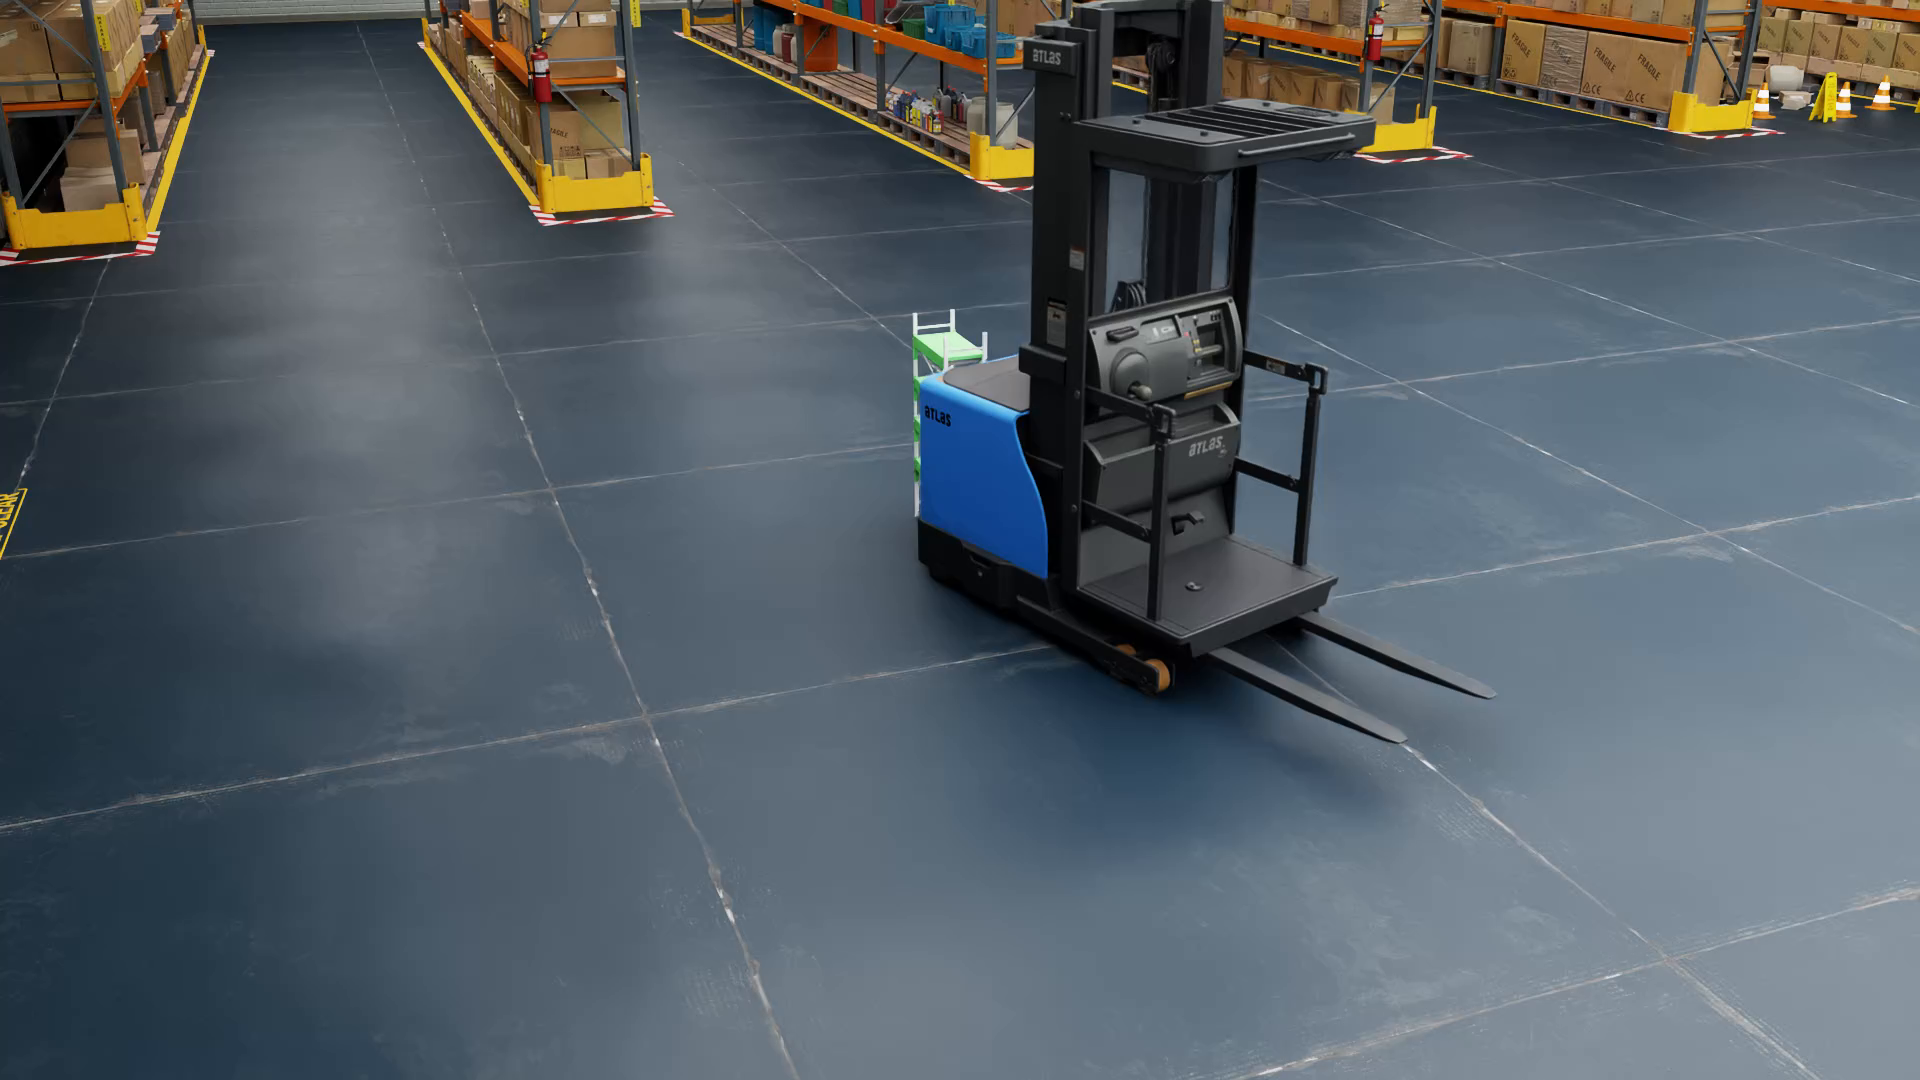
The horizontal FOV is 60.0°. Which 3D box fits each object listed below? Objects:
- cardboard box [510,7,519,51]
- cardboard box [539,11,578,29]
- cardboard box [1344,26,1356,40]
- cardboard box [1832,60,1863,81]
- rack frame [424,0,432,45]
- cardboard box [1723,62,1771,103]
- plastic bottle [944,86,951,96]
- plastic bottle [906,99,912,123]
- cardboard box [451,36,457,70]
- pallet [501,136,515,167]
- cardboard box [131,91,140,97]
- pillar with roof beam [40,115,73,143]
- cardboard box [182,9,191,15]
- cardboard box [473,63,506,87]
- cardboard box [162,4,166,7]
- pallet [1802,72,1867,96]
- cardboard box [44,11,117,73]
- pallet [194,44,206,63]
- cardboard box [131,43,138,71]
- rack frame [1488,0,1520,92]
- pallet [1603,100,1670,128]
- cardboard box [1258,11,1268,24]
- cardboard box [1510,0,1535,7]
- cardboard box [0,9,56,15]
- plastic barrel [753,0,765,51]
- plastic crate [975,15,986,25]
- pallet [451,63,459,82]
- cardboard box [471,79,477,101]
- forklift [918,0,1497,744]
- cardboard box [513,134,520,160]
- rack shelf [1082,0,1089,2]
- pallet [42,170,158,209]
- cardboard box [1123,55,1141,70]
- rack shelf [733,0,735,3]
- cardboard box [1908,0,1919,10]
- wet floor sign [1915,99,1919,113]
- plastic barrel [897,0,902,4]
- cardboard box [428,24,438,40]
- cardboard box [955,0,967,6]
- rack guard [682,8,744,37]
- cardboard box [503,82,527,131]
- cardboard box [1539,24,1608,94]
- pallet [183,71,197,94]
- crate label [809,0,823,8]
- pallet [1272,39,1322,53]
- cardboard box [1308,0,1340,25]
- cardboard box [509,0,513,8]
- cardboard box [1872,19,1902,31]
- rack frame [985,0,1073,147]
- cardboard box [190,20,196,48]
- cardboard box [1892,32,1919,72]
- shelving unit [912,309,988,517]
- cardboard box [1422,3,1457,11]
[{"bbox_3d":[-4.918,-6.080,19.684,0.700,0.500,0.500,-9,24,-20],"label":"cardboard box"},{"bbox_3d":[-4.174,-5.389,17.210,0.380,0.149,0.250,-9,24,-20],"label":"cardboard box"},{"bbox_3d":[5.027,-6.339,20.752,0.380,0.149,0.250,-8,24,-19],"label":"cardboard box"},{"bbox_3d":[13.777,-7.211,25.496,0.500,0.250,0.500,-9,25,-21],"label":"cardboard box"},{"bbox_3d":[-9.513,-10.745,30.881,1.000,3.000,0.127,-8,24,-19],"label":"rack frame"},{"bbox_3d":[11.691,-6.789,24.710,0.637,0.503,0.797,12,26,27],"label":"cardboard box"},{"bbox_3d":[-0.141,-5.851,22.113,0.144,0.351,0.185,-9,24,-20],"label":"plastic bottle"},{"bbox_3d":[-0.655,-5.529,21.438,0.061,0.283,0.133,-7,24,-17],"label":"plastic bottle"},{"bbox_3d":[-7.788,-7.758,26.447,0.500,0.500,0.500,-8,24,-18],"label":"cardboard box"},{"bbox_3d":[-5.032,-4.805,20.378,1.003,0.211,1.213,-8,24,-19],"label":"pallet"},{"bbox_3d":[-10.411,-5.201,20.379,0.700,0.500,0.500,-9,24,-20],"label":"cardboard box"},{"bbox_3d":[-7.642,-9.921,21.203,9.100,9.000,0.400,-8,24,-19],"label":"pillar with roof beam"},{"bbox_3d":[-13.589,-9.142,28.921,0.380,0.149,0.250,-9,24,-20],"label":"cardboard box"},{"bbox_3d":[-6.405,-6.417,22.890,0.500,0.311,0.500,-9,24,-20],"label":"cardboard box"},{"bbox_3d":[-11.315,-7.403,23.249,0.380,0.149,0.250,-8,24,-17],"label":"cardboard box"},{"bbox_3d":[13.972,-7.134,25.904,1.003,0.211,1.213,-8,24,-19],"label":"pallet"},{"bbox_3d":[-8.381,-4.751,15.861,0.500,0.500,0.500,-8,24,-19],"label":"cardboard box"},{"bbox_3d":[-13.790,-8.499,29.143,1.003,0.211,1.213,-8,24,-19],"label":"pallet"},{"bbox_3d":[-9.095,-5.150,17.775,0.500,0.250,0.500,-8,24,-19],"label":"cardboard box"},{"bbox_3d":[8.671,-8.386,25.285,1.000,3.000,0.127,-8,24,-19],"label":"rack frame"},{"bbox_3d":[9.729,-5.928,23.042,1.003,0.211,1.213,-8,24,-19],"label":"pallet"},{"bbox_3d":[4.255,-7.057,22.454,0.380,0.149,0.250,-8,24,-19],"label":"cardboard box"},{"bbox_3d":[8.813,-8.323,24.942,0.875,0.550,0.550,-8,24,-19],"label":"cardboard box"},{"bbox_3d":[-9.027,-4.862,16.126,0.500,0.500,0.500,-8,24,-18],"label":"cardboard box"},{"bbox_3d":[-3.288,-8.996,28.893,0.600,0.901,0.708,-8,24,-19],"label":"plastic barrel"},{"bbox_3d":[0.007,-6.630,21.309,0.499,0.251,0.616,-8,24,-19],"label":"plastic crate"},{"bbox_3d":[-7.777,-7.716,27.285,1.003,0.211,1.213,-8,24,-19],"label":"pallet"},{"bbox_3d":[-6.598,-6.351,23.457,0.500,0.250,0.500,-9,24,-20],"label":"cardboard box"},{"bbox_3d":[1.091,-0.862,7.522,1.130,2.935,3.031,-17,28,-35],"label":"forklift"},{"bbox_3d":[-4.867,-4.555,19.196,0.500,0.250,0.500,-8,24,-19],"label":"cardboard box"},{"bbox_3d":[1.876,-9.591,29.070,1.077,0.370,4.000,-8,24,-19],"label":"rack shelf"},{"bbox_3d":[-9.201,-3.735,17.841,1.003,0.211,1.213,-8,24,-19],"label":"pallet"},{"bbox_3d":[3.046,-7.806,26.561,0.700,0.500,0.500,-10,25,-23],"label":"cardboard box"},{"bbox_3d":[-4.171,-10.365,30.906,1.077,0.370,4.000,-8,24,-19],"label":"rack shelf"},{"bbox_3d":[14.084,-7.812,24.247,0.380,0.149,0.250,-9,24,-20],"label":"cardboard box"},{"bbox_3d":[13.746,-6.348,23.481,0.267,0.644,0.232,0,23,-1],"label":"wet floor sign"},{"bbox_3d":[-0.771,-7.503,23.015,0.433,0.535,0.433,0,23,0],"label":"plastic barrel"},{"bbox_3d":[-9.409,-9.262,30.338,0.500,0.250,0.500,-8,24,-19],"label":"cardboard box"},{"bbox_3d":[0.379,-10.765,33.124,0.875,0.875,0.875,-8,24,-19],"label":"cardboard box"},{"bbox_3d":[-4.898,-10.278,32.992,1.175,0.500,0.348,-8,24,-19],"label":"rack guard"},{"bbox_3d":[-5.049,-5.082,19.479,0.500,0.500,0.500,-8,24,-19],"label":"cardboard box"},{"bbox_3d":[9.150,-7.036,24.275,0.875,0.875,0.875,-8,24,-19],"label":"cardboard box"},{"bbox_3d":[-12.389,-7.055,25.718,1.003,0.211,1.213,-8,24,-19],"label":"pallet"},{"bbox_3d":[-1.953,-8.135,24.642,0.502,0.435,0.616,-8,24,-19],"label":"crate label"},{"bbox_3d":[6.556,-9.281,30.999,1.003,0.211,1.213,-8,24,-19],"label":"pallet"},{"bbox_3d":[4.951,-6.841,21.107,0.875,0.500,0.500,-8,24,-19],"label":"cardboard box"},{"bbox_3d":[-4.998,-6.234,19.216,0.380,0.149,0.250,-9,25,-21],"label":"cardboard box"},{"bbox_3d":[13.874,-7.691,24.834,0.380,0.149,0.250,-8,24,-18],"label":"cardboard box"},{"bbox_3d":[0.775,-5.610,18.697,1.000,3.000,0.127,-8,24,-19],"label":"rack frame"},{"bbox_3d":[-13.805,-8.865,29.098,0.700,0.500,0.500,-8,24,-19],"label":"cardboard box"},{"bbox_3d":[14.153,-7.176,24.448,0.500,0.500,0.500,-8,24,-19],"label":"cardboard box"},{"bbox_3d":[-0.058,-0.613,9.160,0.258,1.200,0.503,-8,24,-19],"label":"shelving unit"},{"bbox_3d":[10.319,-11.265,34.873,0.875,0.438,0.875,-9,24,-20],"label":"cardboard box"}]
